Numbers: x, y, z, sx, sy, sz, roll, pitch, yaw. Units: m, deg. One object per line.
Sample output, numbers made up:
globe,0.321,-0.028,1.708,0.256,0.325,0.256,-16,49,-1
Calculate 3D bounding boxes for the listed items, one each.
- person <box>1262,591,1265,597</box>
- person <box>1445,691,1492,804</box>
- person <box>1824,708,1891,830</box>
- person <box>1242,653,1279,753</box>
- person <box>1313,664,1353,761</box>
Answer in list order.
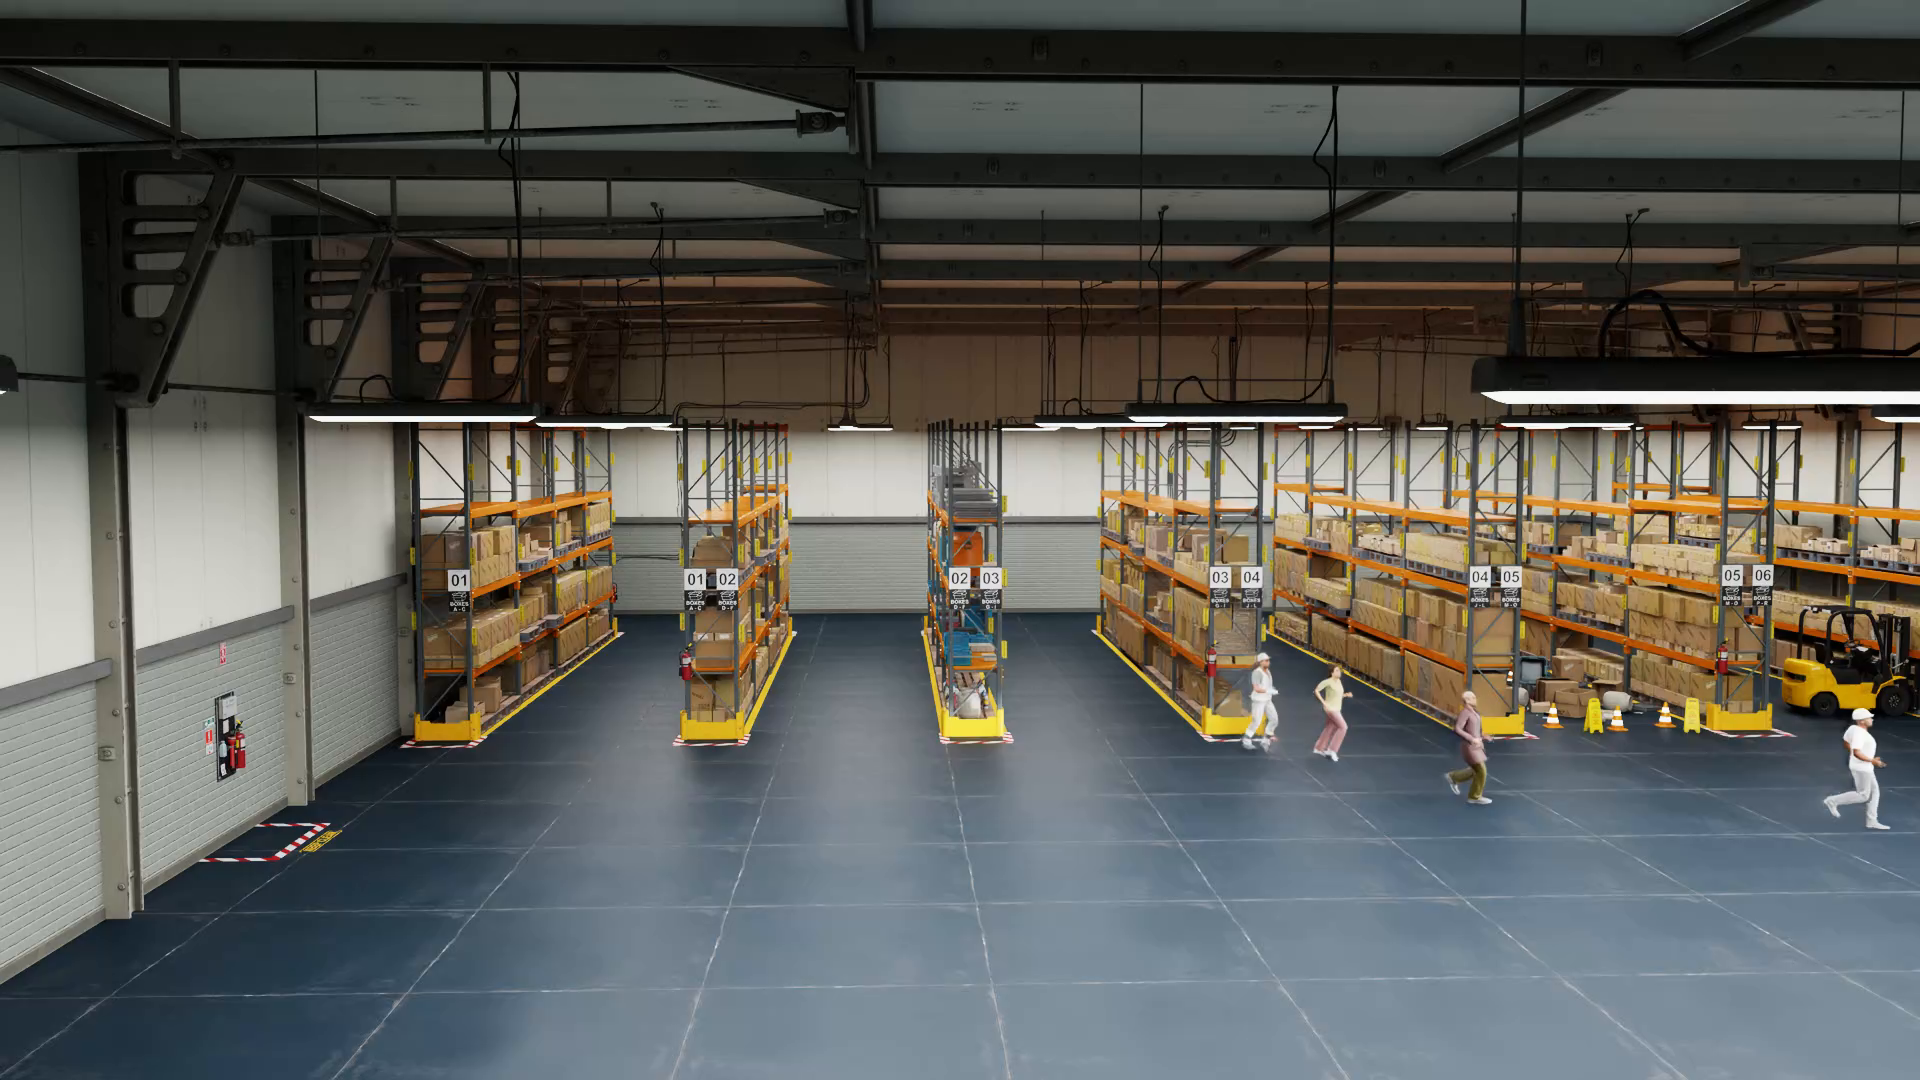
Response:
person,8.657,1.851,48.771,0.479,1.525,0.593,-1,4,-18
person,7.871,3.205,25.755,0.754,1.730,0.713,2,4,31
person,13.038,3.312,24.131,0.868,1.751,0.697,2,4,27
person,5.437,2.939,29.826,0.743,1.846,0.681,3,5,42
person,6.567,3.028,29.266,0.688,1.702,0.548,3,4,35
